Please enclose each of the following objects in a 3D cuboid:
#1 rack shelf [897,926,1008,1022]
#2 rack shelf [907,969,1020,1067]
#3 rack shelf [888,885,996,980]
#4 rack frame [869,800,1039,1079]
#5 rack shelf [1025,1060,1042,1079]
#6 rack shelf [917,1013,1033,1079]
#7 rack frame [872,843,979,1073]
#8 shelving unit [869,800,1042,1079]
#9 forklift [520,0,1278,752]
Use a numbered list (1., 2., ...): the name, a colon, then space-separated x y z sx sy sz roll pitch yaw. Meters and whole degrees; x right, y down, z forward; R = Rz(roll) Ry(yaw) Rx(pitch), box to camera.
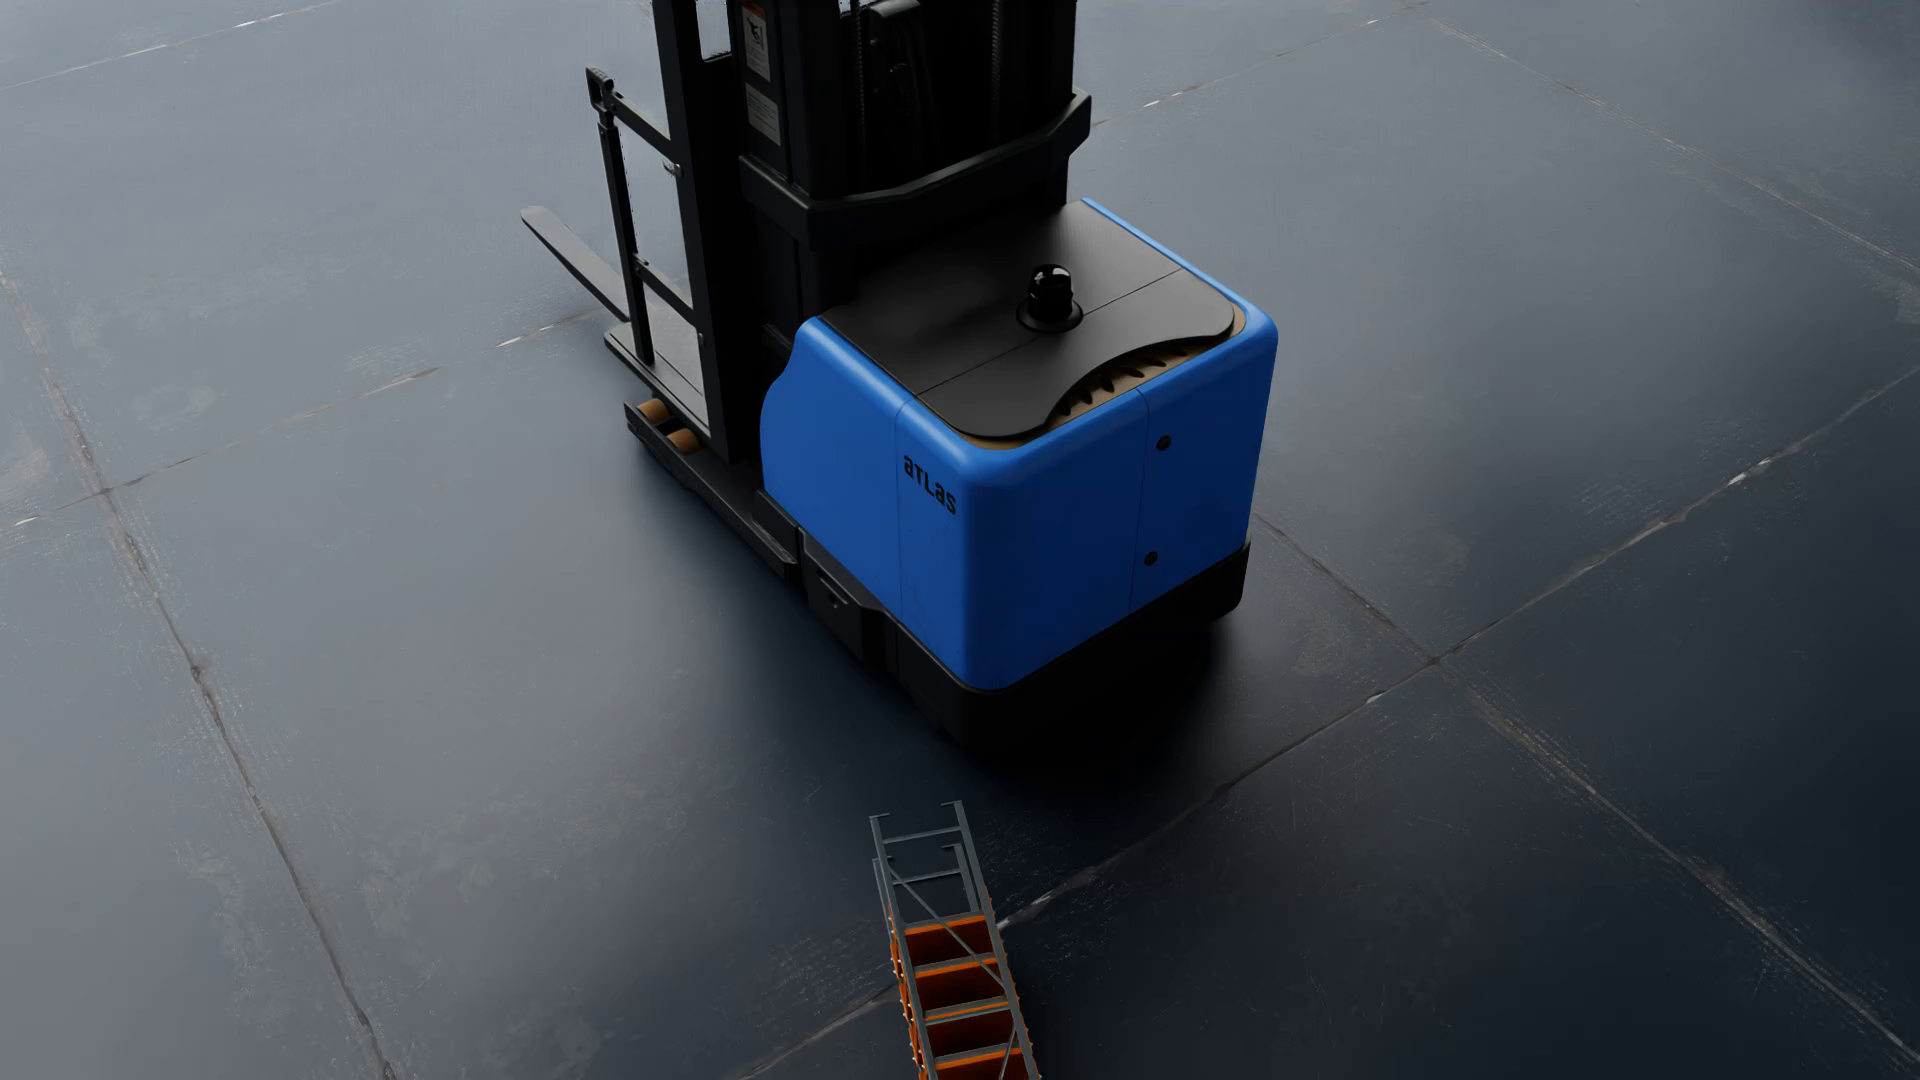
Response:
1. rack shelf: -0.019 1.048 4.012 0.258 0.180 0.103 -9 44 -9
2. rack shelf: 0.007 1.129 3.927 0.258 0.180 0.103 -9 44 -9
3. rack shelf: -0.045 0.967 4.097 0.258 0.180 0.103 -9 44 -9
4. rack frame: 0.017 1.093 3.833 0.240 0.006 1.200 -9 44 -9
5. rack shelf: 0.060 1.291 3.758 0.258 0.180 0.103 -9 44 -9
6. rack shelf: 0.034 1.210 3.843 0.258 0.180 0.103 -9 44 -9
7. rack frame: 0.017 1.225 3.959 0.240 0.006 1.200 -9 44 -9
8. shelving unit: 0.017 1.159 3.896 0.258 0.189 1.200 -9 44 -9
9. forklift: -0.455 -1.447 4.643 1.130 2.935 3.031 -28 50 -26
